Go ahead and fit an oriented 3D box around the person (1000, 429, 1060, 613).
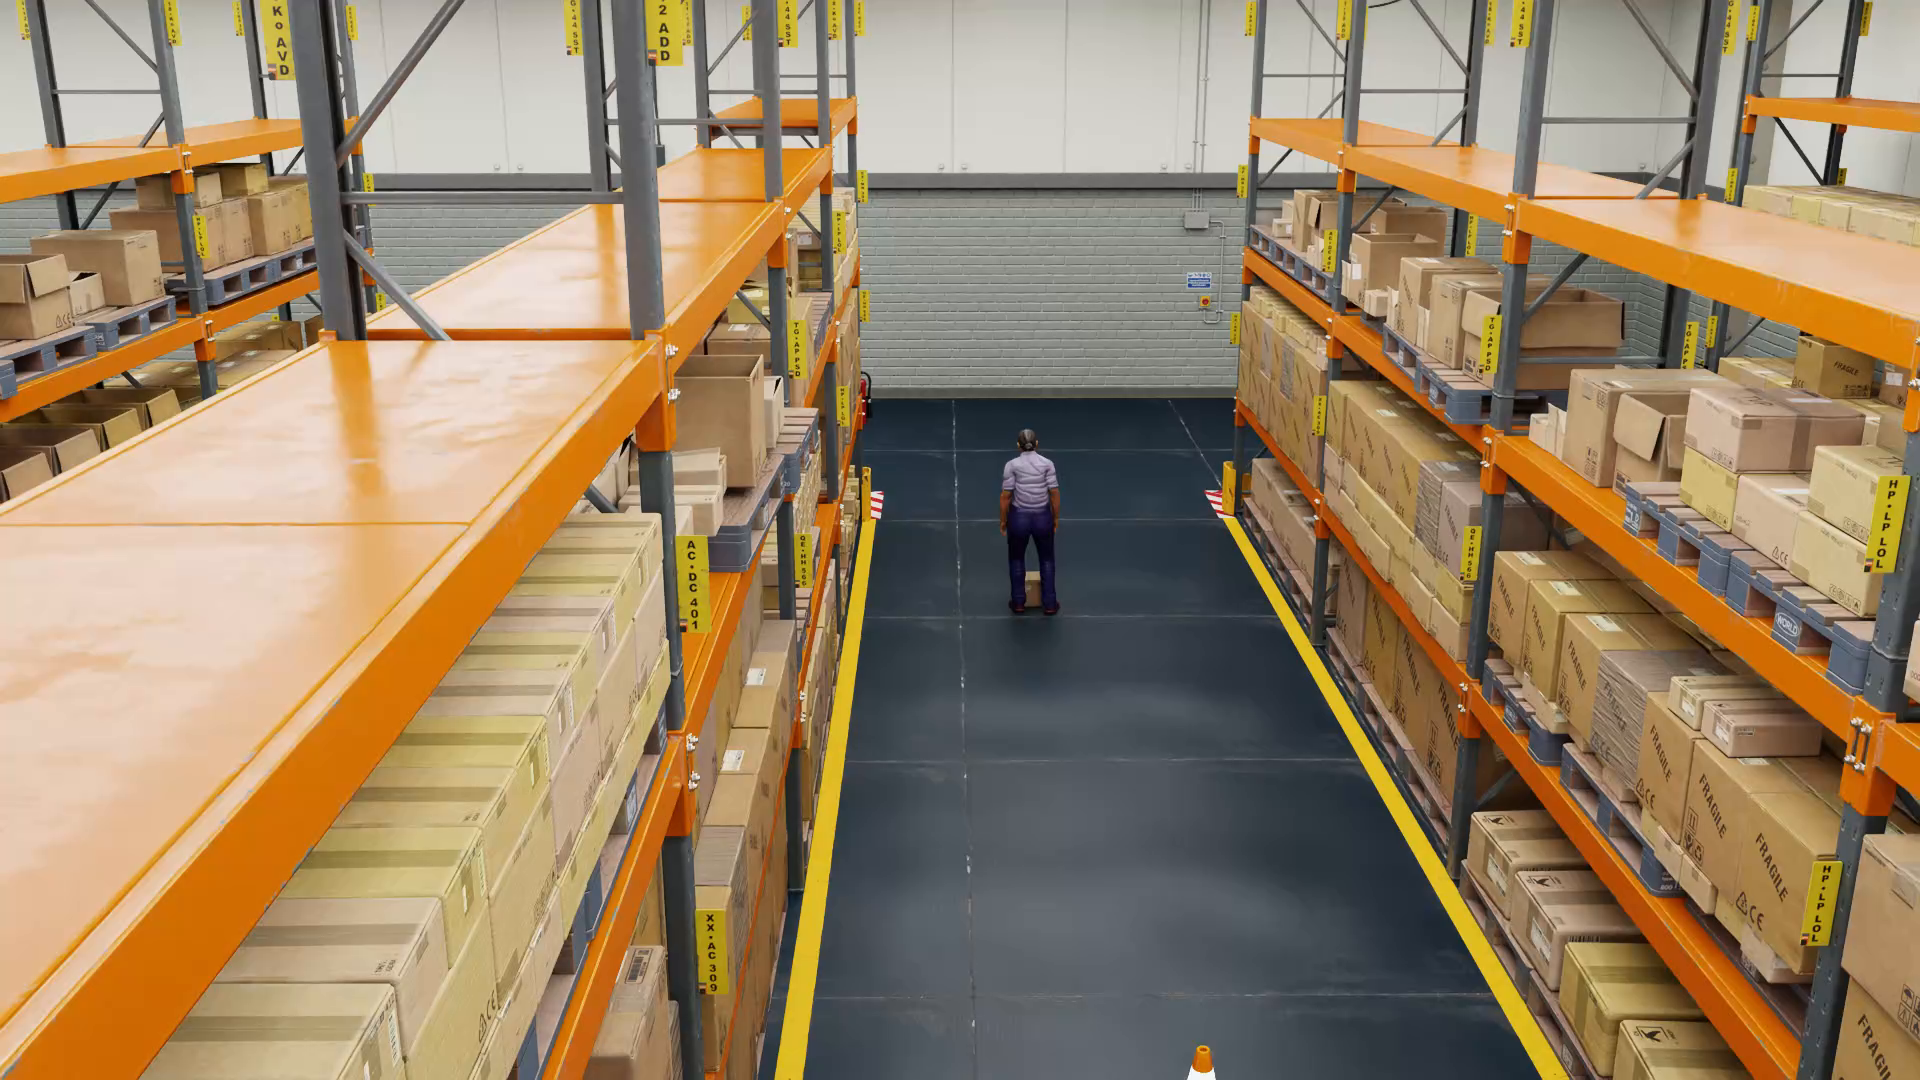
[{"bbox_3d":[0.622,-0.157,14.611,0.562,1.638,0.426,-1,17,-4],"label":"person"}]
